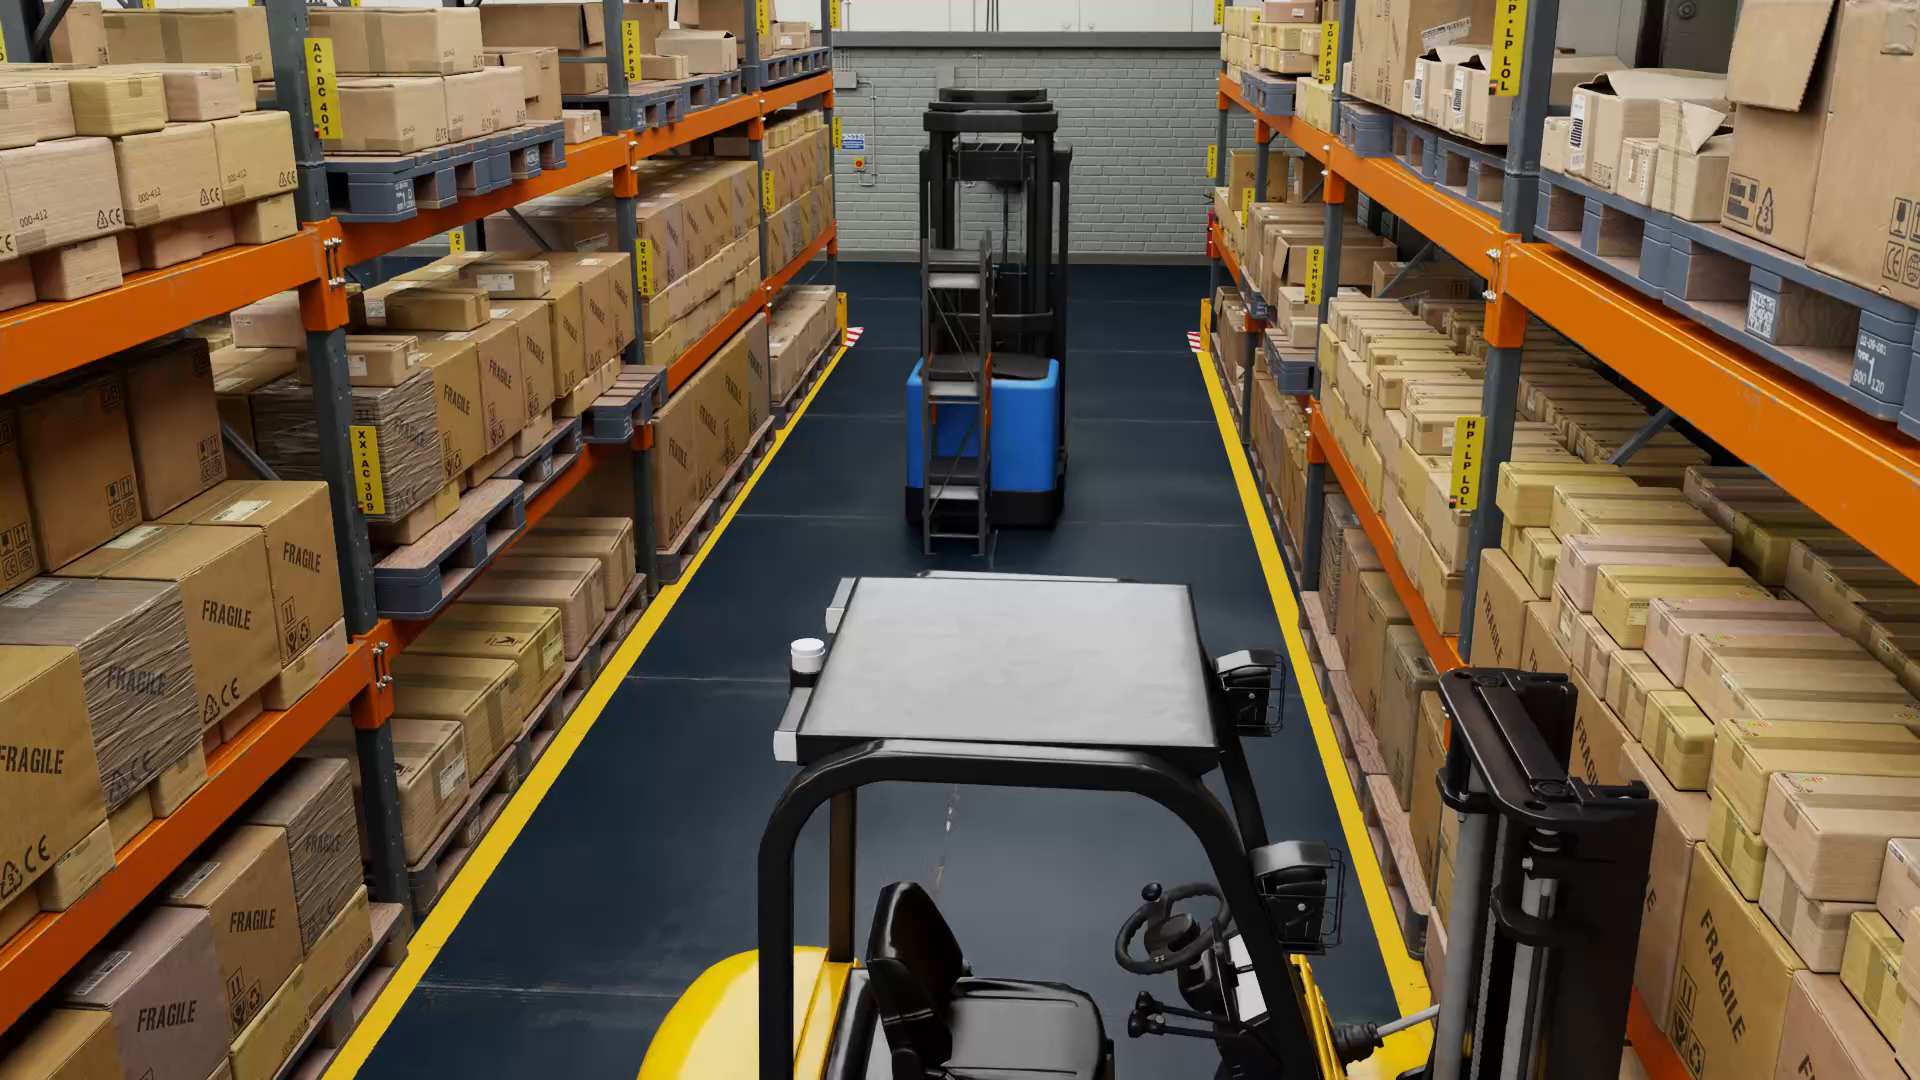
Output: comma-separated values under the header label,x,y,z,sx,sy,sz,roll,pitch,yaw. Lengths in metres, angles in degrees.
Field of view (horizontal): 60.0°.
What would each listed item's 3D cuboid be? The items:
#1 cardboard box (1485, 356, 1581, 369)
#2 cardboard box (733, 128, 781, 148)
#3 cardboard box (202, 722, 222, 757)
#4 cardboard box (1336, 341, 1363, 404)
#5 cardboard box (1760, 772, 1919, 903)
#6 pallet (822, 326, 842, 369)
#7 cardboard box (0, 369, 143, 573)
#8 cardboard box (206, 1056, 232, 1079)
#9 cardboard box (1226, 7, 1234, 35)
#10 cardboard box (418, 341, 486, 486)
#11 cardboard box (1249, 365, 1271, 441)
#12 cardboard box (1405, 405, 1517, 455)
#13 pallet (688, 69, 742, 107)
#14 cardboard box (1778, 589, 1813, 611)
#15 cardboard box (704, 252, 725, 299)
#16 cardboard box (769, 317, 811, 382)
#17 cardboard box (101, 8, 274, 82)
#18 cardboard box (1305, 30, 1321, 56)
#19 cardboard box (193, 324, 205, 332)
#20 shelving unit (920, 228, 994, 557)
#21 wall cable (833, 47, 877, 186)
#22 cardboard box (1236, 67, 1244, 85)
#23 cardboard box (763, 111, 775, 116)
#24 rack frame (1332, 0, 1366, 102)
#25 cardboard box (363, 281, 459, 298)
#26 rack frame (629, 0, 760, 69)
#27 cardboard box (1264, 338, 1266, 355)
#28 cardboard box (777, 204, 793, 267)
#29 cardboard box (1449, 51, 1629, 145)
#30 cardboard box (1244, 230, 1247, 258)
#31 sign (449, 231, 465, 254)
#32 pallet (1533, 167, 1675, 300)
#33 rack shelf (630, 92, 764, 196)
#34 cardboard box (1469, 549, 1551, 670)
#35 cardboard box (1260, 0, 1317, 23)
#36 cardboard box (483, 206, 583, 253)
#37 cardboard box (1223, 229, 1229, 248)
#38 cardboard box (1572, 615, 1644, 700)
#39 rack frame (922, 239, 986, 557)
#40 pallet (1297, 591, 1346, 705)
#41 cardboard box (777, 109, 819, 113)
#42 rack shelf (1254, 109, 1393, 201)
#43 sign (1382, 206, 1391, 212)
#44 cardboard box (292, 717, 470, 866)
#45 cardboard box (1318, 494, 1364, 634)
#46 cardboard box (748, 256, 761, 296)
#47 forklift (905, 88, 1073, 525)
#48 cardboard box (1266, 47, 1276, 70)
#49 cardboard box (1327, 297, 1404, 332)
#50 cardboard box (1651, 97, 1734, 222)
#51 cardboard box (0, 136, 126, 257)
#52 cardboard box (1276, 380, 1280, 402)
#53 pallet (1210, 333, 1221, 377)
label,x,y,z,sx,sy,sz,roll,pitch,yaw
cardboard box,2.648,-0.755,7.707,0.380,0.149,0.250,2,18,5
cardboard box,-1.765,-3.493,14.458,0.380,0.149,0.250,1,18,4
cardboard box,-2.536,0.611,5.146,0.380,0.149,0.250,1,18,3
cardboard box,2.248,-0.860,8.669,0.500,0.250,0.500,2,18,6
cardboard box,1.781,0.571,3.182,0.380,0.149,0.250,2,18,5
pallet,-1.797,-2.001,17.191,1.003,0.211,1.213,1,18,4
cardboard box,-2.984,-0.223,5.043,0.700,0.500,0.500,1,18,4
cardboard box,-2.521,1.771,4.943,0.500,0.250,0.500,2,18,5
cardboard box,2.796,-4.910,15.733,0.500,0.250,0.500,1,18,4
cardboard box,-2.323,-0.532,6.918,0.500,0.500,0.500,1,18,4
cardboard box,2.588,-1.091,13.274,0.500,0.500,0.500,2,18,6
cardboard box,2.034,-0.446,6.766,0.380,0.149,0.250,1,18,2
pallet,-2.121,-3.382,12.419,0.805,0.209,1.217,1,18,2
cardboard box,2.516,0.252,4.634,0.380,0.149,0.250,1,18,4
cardboard box,-1.972,-1.882,11.787,0.500,0.250,0.500,2,18,5
cardboard box,-1.888,-1.786,15.498,0.875,0.438,0.875,1,18,2
cardboard box,-2.763,-1.823,6.117,0.500,0.250,0.500,2,18,5
cardboard box,2.367,-3.105,10.387,0.380,0.149,0.250,1,18,3
cardboard box,-7.197,-1.893,15.332,0.380,0.149,0.250,2,18,6
shelving unit,-0.016,-0.966,11.000,0.431,2.100,0.503,2,18,5
wall cable,-1.436,-5.826,22.703,0.585,1.953,0.123,1,18,4
cardboard box,2.659,-4.127,14.788,0.380,0.149,0.250,2,18,5
cardboard box,-2.067,-4.220,16.676,0.380,0.149,0.250,2,18,5
rack frame,2.560,-3.833,8.668,1.000,3.000,0.127,1,18,4
cardboard box,-2.716,-1.018,8.401,0.500,0.500,0.500,2,18,5
rack frame,-2.104,-5.185,12.794,1.000,3.000,0.127,1,18,4
cardboard box,2.585,-1.498,12.999,0.380,0.149,0.250,0,18,1
cardboard box,-1.769,-2.677,14.616,0.500,0.500,0.500,1,18,4
cardboard box,2.082,-1.600,5.979,0.500,0.311,0.500,1,18,2
cardboard box,2.640,-2.458,13.870,0.500,0.250,0.500,2,18,5
sign,-2.945,-1.653,9.791,0.100,0.325,0.005,1,18,4
pallet,2.238,-0.857,4.547,1.003,0.211,1.213,1,18,4
rack shelf,-2.247,-2.796,11.478,1.077,0.370,4.000,1,18,4
cardboard box,1.981,0.345,5.393,0.500,0.500,0.500,1,18,2
cardboard box,2.477,-4.030,12.512,0.396,0.266,0.258,1,18,3
cardboard box,-2.615,-1.781,10.274,0.500,0.500,0.500,1,18,2
cardboard box,2.695,-2.852,15.714,0.380,0.149,0.250,1,18,2
cardboard box,1.869,0.316,4.438,0.380,0.149,0.250,1,18,3
rack frame,-0.038,-0.891,10.769,0.400,2.100,0.015,2,18,5
pallet,2.462,0.598,9.259,1.003,0.211,1.213,1,18,4
cardboard box,-1.643,-4.291,16.894,0.380,0.149,0.250,2,18,5
rack shelf,2.704,-2.687,11.143,1.077,0.370,4.000,1,18,4
sign,3.401,-2.763,13.179,0.100,0.325,0.005,1,18,4
cardboard box,-2.642,1.037,6.987,0.950,0.372,0.625,2,18,5
cardboard box,2.502,0.140,9.316,0.875,0.625,0.625,2,18,6
cardboard box,-1.885,-2.118,13.309,0.500,0.250,0.500,1,18,3
forklift,0.272,-1.910,12.544,1.130,2.935,3.031,2,18,5
cardboard box,2.358,-3.376,11.660,0.380,0.149,0.250,1,18,3
cardboard box,2.244,-1.245,9.204,0.380,0.149,0.250,2,18,6
cardboard box,1.864,-0.894,3.898,0.396,0.266,0.258,1,18,3
cardboard box,-2.527,-0.887,4.257,0.500,0.250,0.500,1,18,3
cardboard box,2.545,-1.109,12.288,0.380,0.149,0.250,1,18,4
pallet,3.072,-1.870,16.791,1.003,0.211,1.213,1,18,4
